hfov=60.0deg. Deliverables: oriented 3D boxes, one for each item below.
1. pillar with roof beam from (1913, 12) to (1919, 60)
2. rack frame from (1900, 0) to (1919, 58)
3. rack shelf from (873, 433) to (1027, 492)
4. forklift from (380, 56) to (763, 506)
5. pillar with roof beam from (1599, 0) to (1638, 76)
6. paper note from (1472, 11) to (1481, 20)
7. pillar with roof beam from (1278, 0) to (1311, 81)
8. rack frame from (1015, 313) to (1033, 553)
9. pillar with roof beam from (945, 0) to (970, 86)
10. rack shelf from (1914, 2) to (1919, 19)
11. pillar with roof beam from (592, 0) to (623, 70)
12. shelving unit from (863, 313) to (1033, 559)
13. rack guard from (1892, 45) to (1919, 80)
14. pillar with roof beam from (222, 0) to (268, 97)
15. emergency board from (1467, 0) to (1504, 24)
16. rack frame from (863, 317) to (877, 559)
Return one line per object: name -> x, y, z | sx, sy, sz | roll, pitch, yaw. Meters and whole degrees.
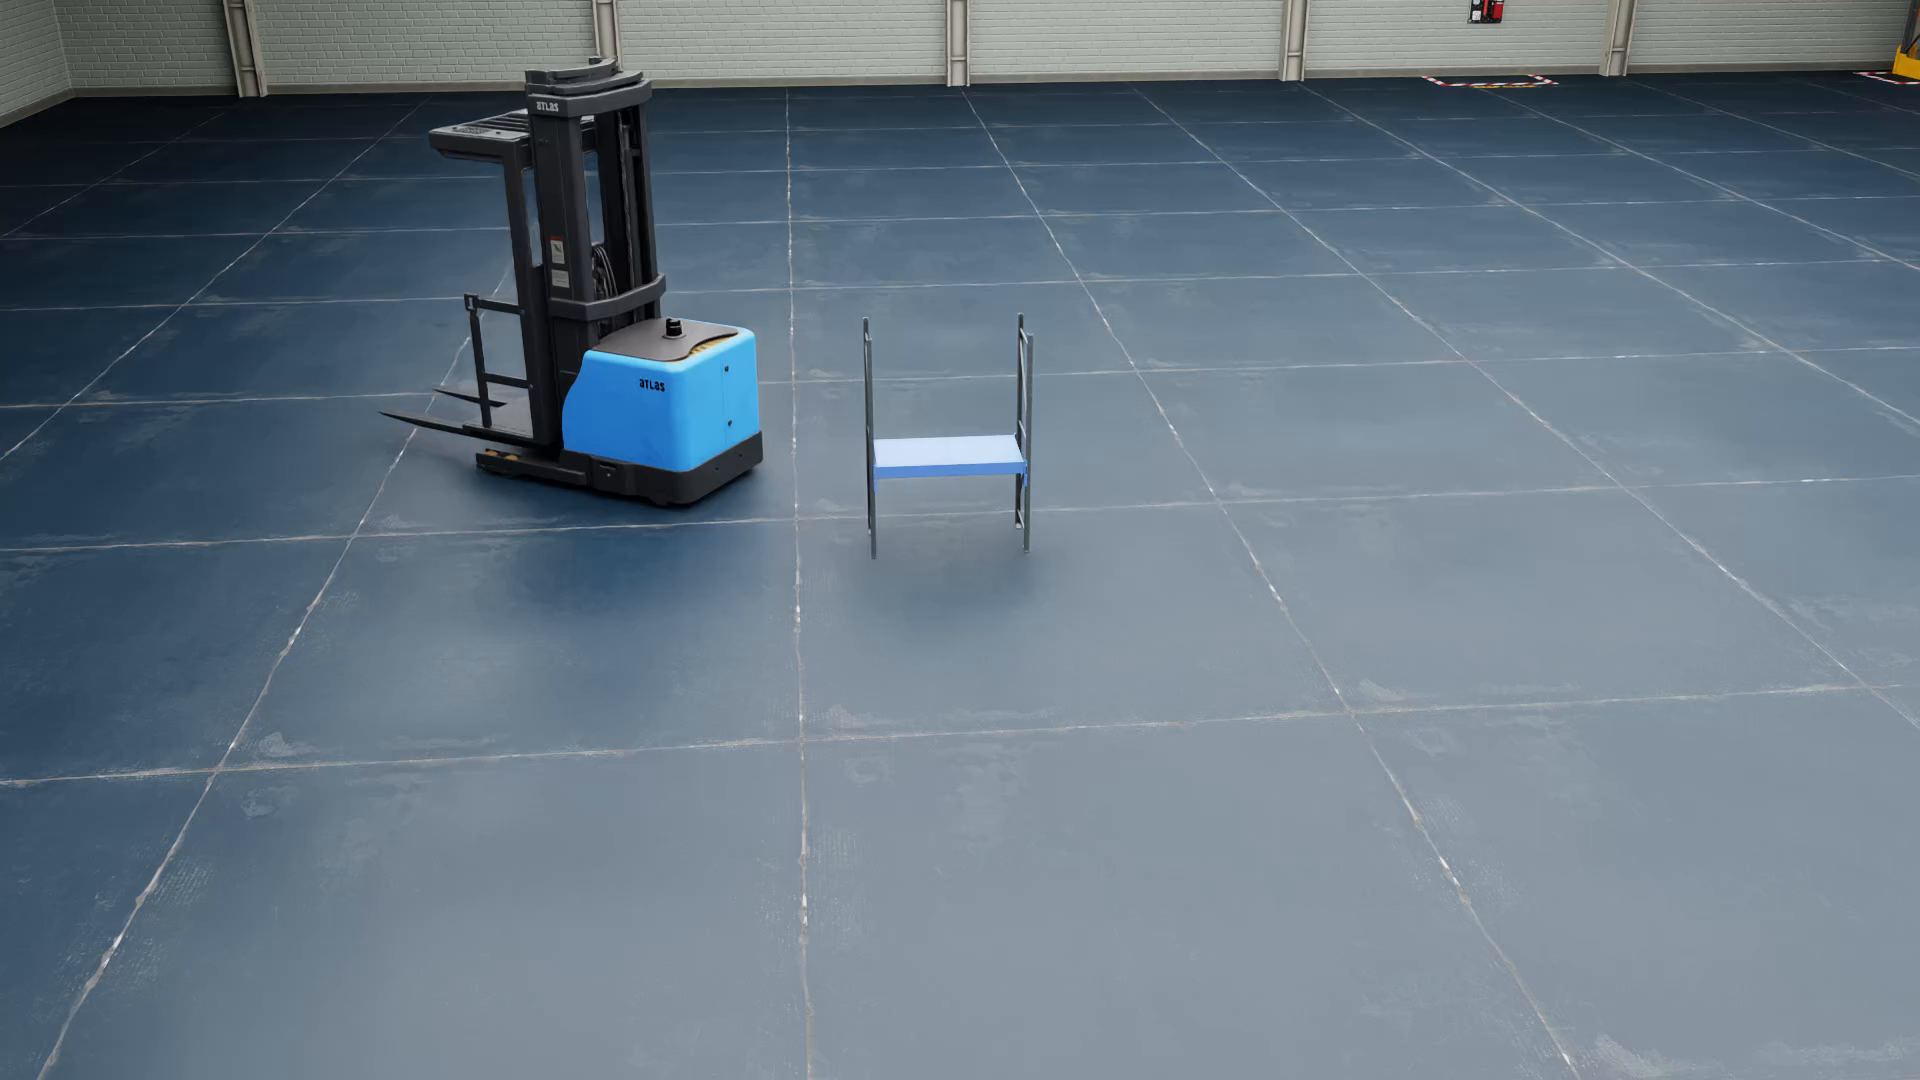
pillar with roof beam -> 18.298, -11.108, 25.161 | 0.400, 9.000, 9.100 | -2, 24, -5
rack frame -> 17.263, -9.729, 29.445 | 0.127, 3.000, 1.000 | -2, 24, -5
rack shelf -> -0.085, -0.518, 11.011 | 1.000, 0.185, 0.538 | -2, 24, -5
forklift -> -3.021, -1.978, 12.091 | 3.031, 2.935, 1.130 | 12, 26, 24
pillar with roof beam -> 12.327, -10.868, 24.622 | 0.400, 9.000, 9.100 | -2, 24, -5
paper note -> 9.258, -9.402, 29.794 | 0.142, 0.148, 0.016 | -2, 24, -5
pillar with roof beam -> 6.356, -10.629, 24.083 | 0.400, 9.000, 9.100 | -2, 24, -5
rack frame -> 0.421, -0.702, 10.983 | 0.032, 1.500, 0.500 | -2, 24, -5
pillar with roof beam -> 0.385, -10.389, 23.544 | 0.400, 9.000, 9.100 | -2, 24, -5
rack shelf -> 19.253, -9.480, 29.771 | 4.000, 0.370, 1.077 | -2, 24, -5
pillar with roof beam -> -5.586, -10.150, 23.006 | 0.400, 9.000, 9.100 | -2, 24, -5
shelving unit -> -0.085, -0.682, 10.938 | 1.048, 1.500, 0.538 | -2, 24, -5
rack guard -> 17.339, -8.590, 29.959 | 0.348, 0.500, 1.175 | -2, 24, -5
pillar with roof beam -> -11.557, -9.910, 22.467 | 0.400, 9.000, 9.100 | -2, 24, -5
emergency board -> 9.441, -9.784, 29.568 | 0.643, 1.169, 0.194 | -2, 24, -5
rack frame -> -0.591, -0.662, 10.892 | 0.032, 1.500, 0.500 | -2, 24, -5
